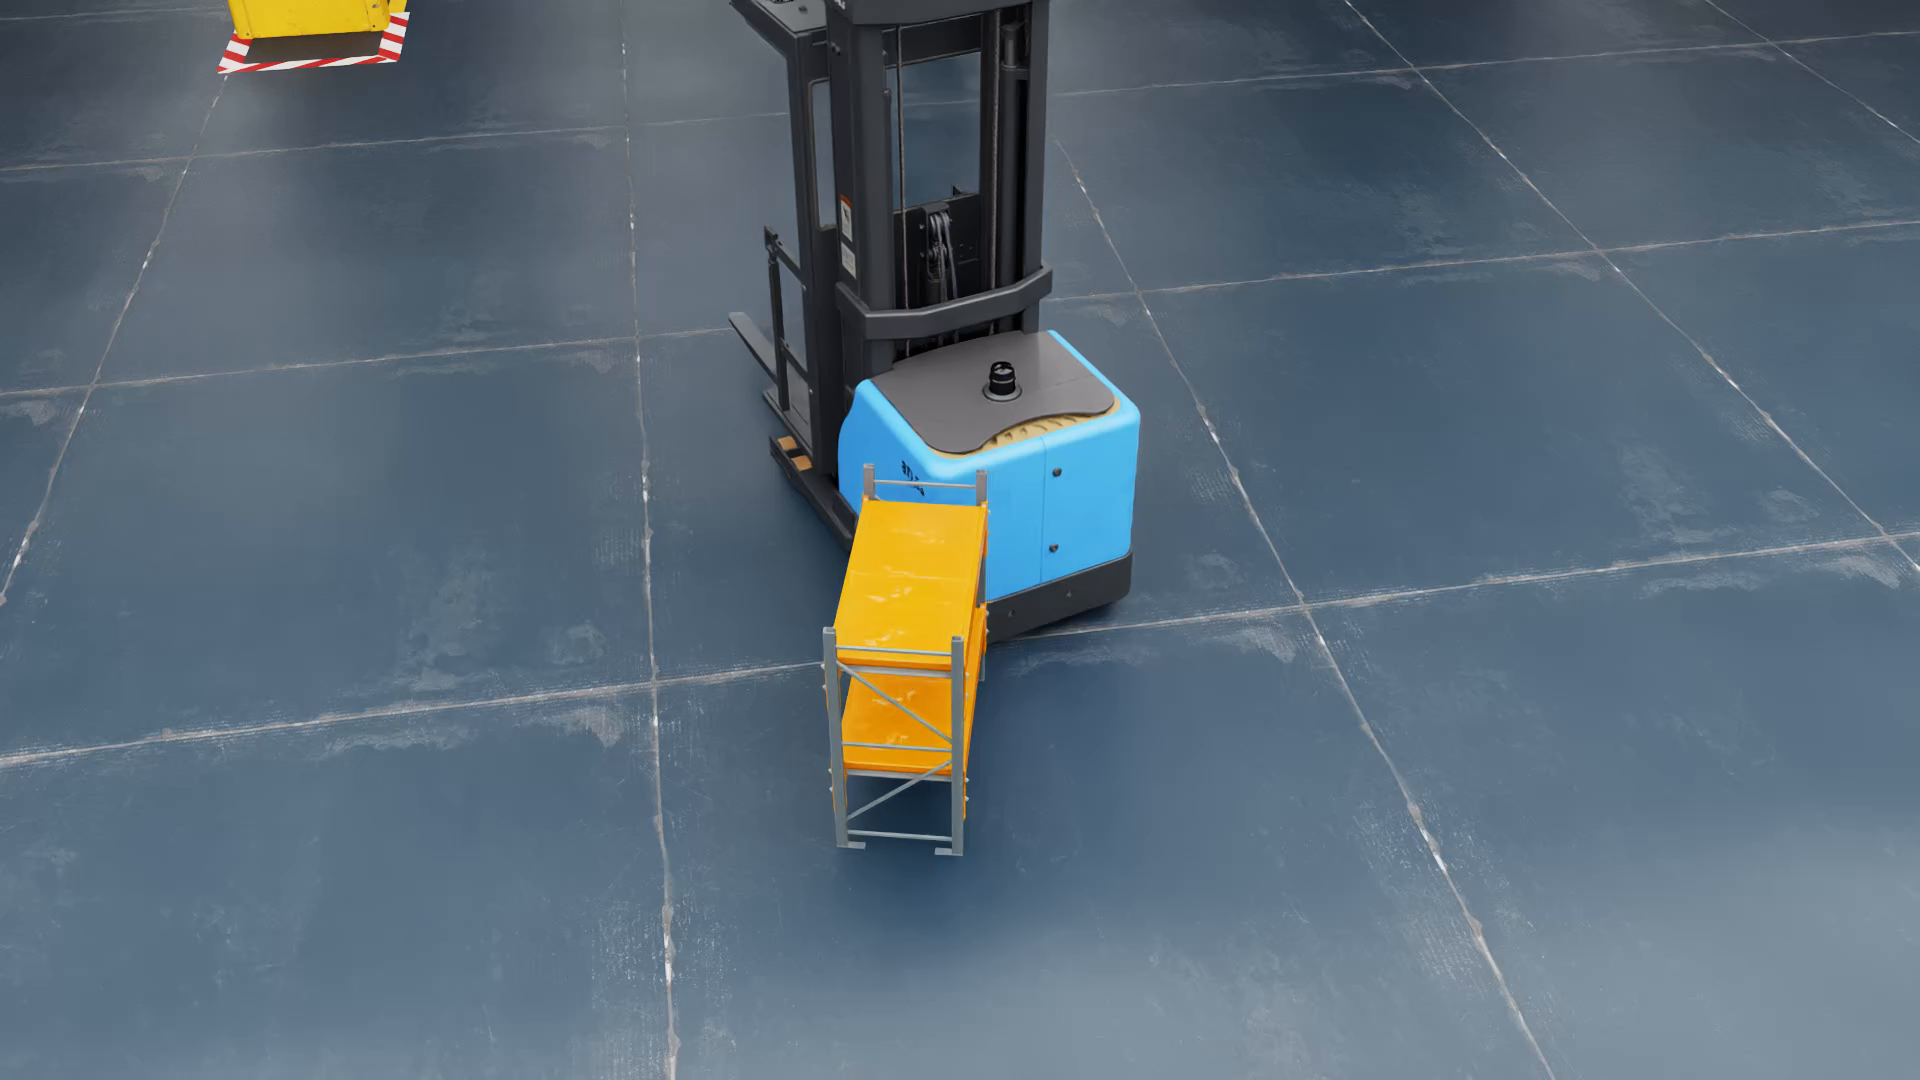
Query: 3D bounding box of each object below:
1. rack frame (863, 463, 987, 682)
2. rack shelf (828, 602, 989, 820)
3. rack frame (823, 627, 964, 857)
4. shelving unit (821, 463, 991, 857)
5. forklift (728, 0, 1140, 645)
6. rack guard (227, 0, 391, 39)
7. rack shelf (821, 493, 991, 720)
[{"bbox_3d":[-0.141,0.157,7.031,0.500,1.125,0.032,3,38,4],"label":"rack frame"},{"bbox_3d":[-0.189,0.661,6.781,0.538,0.278,1.000,3,38,4],"label":"rack shelf"},{"bbox_3d":[-0.237,0.778,6.232,0.500,1.125,0.032,3,38,4],"label":"rack frame"},{"bbox_3d":[-0.189,0.468,6.631,0.538,1.125,1.048,3,38,4],"label":"shelving unit"},{"bbox_3d":[-0.328,-1.536,7.738,1.130,2.935,3.031,-17,41,-21],"label":"forklift"},{"bbox_3d":[-5.242,-4.364,13.360,1.175,0.500,0.348,-6,38,-8],"label":"rack guard"},{"bbox_3d":[-0.189,0.236,6.452,0.538,0.278,1.000,3,38,4],"label":"rack shelf"}]
